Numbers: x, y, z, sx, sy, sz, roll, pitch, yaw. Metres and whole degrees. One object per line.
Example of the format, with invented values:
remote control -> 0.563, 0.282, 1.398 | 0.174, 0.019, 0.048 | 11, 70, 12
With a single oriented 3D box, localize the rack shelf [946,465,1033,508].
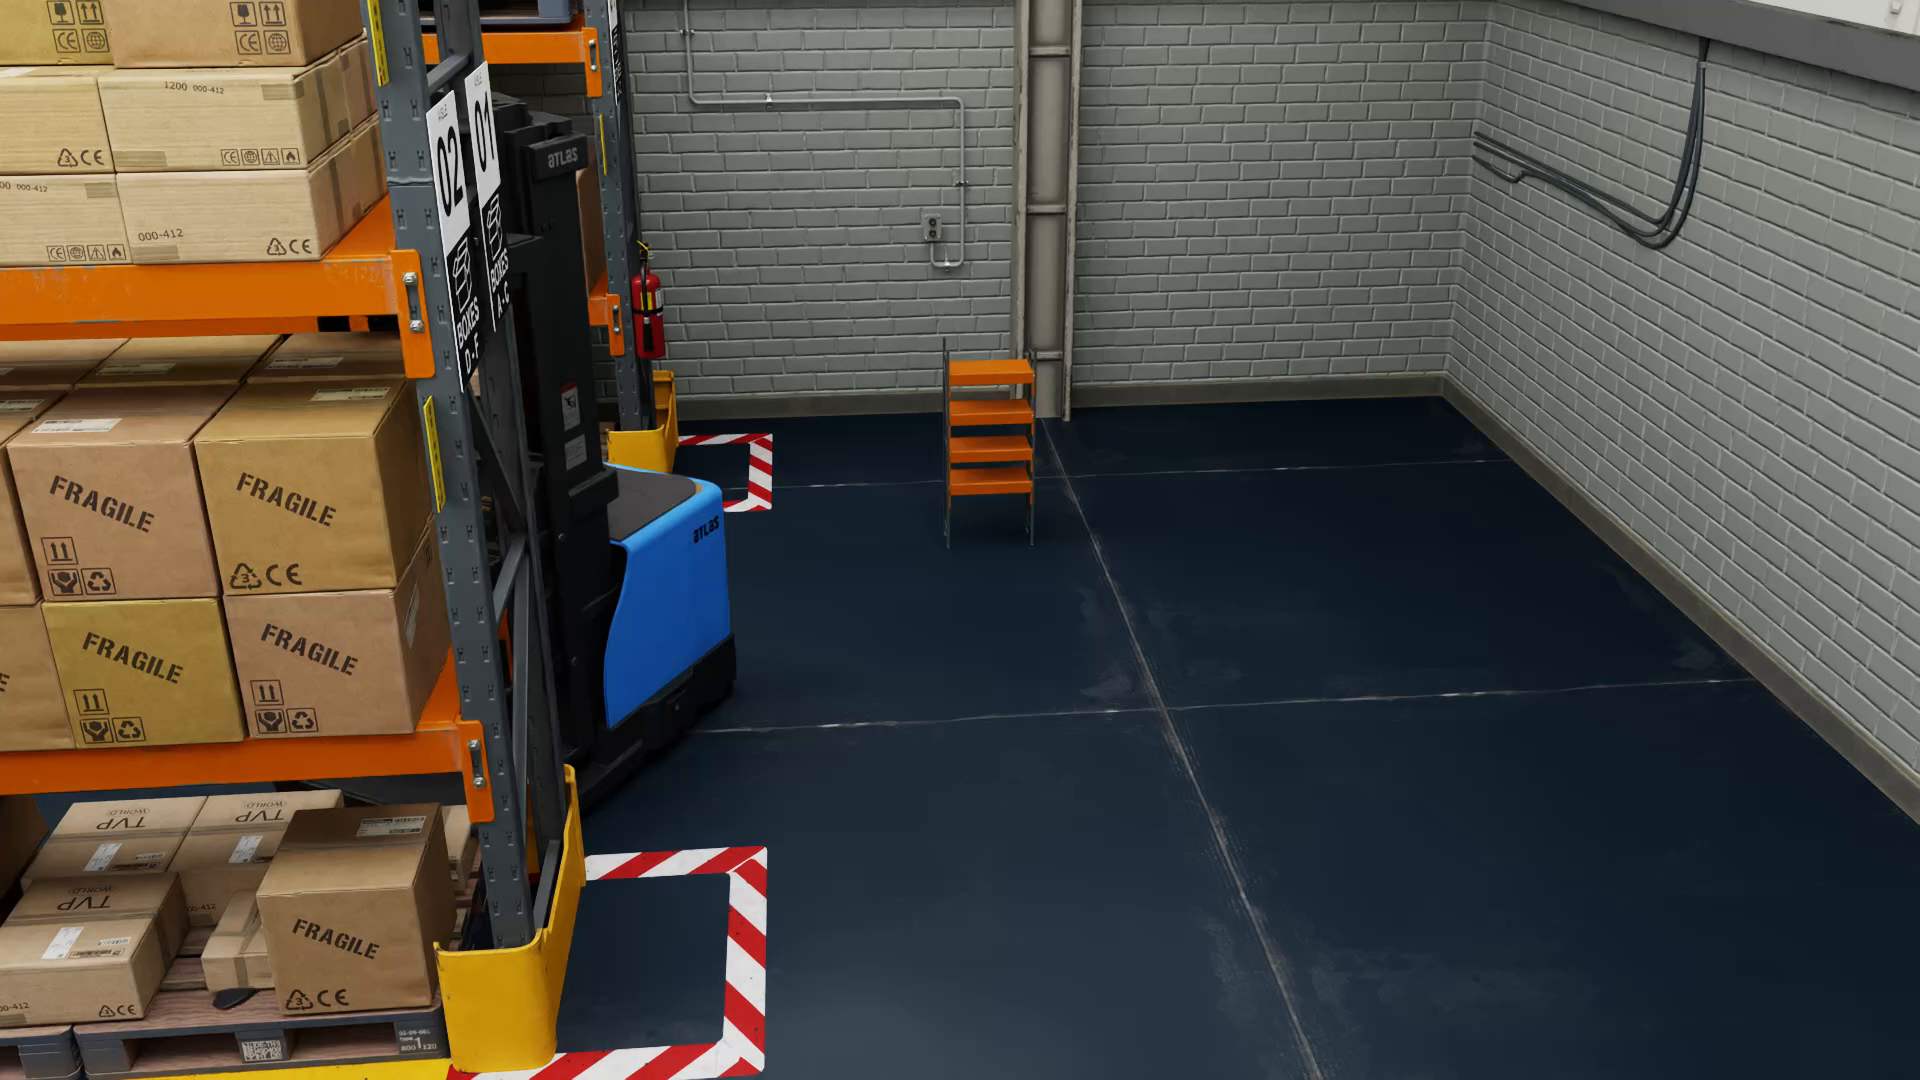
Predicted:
rack shelf -> 0.165, -0.312, 9.629 | 0.480, 0.148, 0.258 | -2, 24, -5

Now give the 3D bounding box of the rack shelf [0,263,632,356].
rack shelf -> -4.029, -1.391, 10.072 | 4.000, 0.370, 1.077 | -2, 24, -5

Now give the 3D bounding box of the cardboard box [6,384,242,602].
cardboard box -> -2.467, -0.150, 5.041 | 0.500, 0.500, 0.500 | -2, 24, -4

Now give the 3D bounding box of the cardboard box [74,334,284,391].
cardboard box -> -2.535, -0.365, 5.523 | 0.500, 0.500, 0.500 | -2, 24, -5

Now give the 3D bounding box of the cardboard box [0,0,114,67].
cardboard box -> -2.564, -1.658, 4.739 | 0.500, 0.500, 0.700 | -2, 24, -5

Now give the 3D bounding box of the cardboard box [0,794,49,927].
cardboard box -> -3.659, 1.225, 5.833 | 0.637, 0.503, 0.797 | -2, 24, -5

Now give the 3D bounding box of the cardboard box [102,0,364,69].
cardboard box -> -2.058, -1.643, 4.707 | 0.500, 0.500, 0.700 | -2, 24, -5

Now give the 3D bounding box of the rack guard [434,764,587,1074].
rack guard -> -1.624, 1.348, 6.102 | 0.348, 0.500, 1.175 | -2, 24, -5

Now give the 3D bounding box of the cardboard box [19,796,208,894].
cardboard box -> -3.112, 1.205, 6.189 | 0.500, 0.250, 0.500 | -2, 24, -5

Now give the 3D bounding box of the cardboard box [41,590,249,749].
cardboard box -> -2.483, 0.307, 5.243 | 0.500, 0.500, 0.500 | -2, 24, -5

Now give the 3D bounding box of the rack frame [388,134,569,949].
rack frame -> -1.548, 0.203, 5.601 | 0.127, 3.000, 1.000 | -2, 24, -5

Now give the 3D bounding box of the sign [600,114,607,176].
sign -> -1.999, -2.217, 9.327 | 0.005, 0.325, 0.100 | -2, 24, -5

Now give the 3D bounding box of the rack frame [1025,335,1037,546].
rack frame -> 0.408, -0.565, 9.543 | 0.015, 1.200, 0.240 | -2, 24, -5

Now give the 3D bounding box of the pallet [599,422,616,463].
pallet -> -2.827, -0.462, 10.529 | 1.213, 0.211, 1.003 | -2, 24, -5

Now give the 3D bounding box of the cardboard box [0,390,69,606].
cardboard box -> -2.982, -0.128, 4.990 | 0.500, 0.500, 0.500 | -2, 24, -4

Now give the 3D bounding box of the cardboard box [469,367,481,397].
cardboard box -> -2.835, -0.998, 10.065 | 0.250, 0.149, 0.380 | -3, 24, -6

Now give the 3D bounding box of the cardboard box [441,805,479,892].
cardboard box -> -1.998, 1.182, 6.365 | 0.250, 0.149, 0.380 | -2, 24, -5

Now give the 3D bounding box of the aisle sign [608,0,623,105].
aisle sign -> -1.937, -2.869, 9.311 | 0.004, 0.787, 0.394 | -2, 24, -5

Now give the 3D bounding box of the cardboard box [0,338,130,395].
cardboard box -> -3.033, -0.347, 5.483 | 0.500, 0.500, 0.500 | -2, 24, -4

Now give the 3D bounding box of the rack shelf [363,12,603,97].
rack shelf -> -4.029, -2.762, 9.462 | 4.000, 0.370, 1.077 | -2, 24, -5

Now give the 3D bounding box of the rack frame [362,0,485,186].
rack frame -> -1.548, -2.539, 4.382 | 0.127, 3.000, 1.000 | -2, 24, -5

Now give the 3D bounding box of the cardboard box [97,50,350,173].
cardboard box -> -2.034, -1.204, 4.642 | 0.500, 0.250, 0.500 | -2, 24, -5

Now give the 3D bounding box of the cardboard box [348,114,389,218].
cardboard box -> -2.084, -1.182, 5.207 | 0.500, 0.250, 0.500 | -2, 24, -5

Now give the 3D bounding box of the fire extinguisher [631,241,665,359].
fire extinguisher -> -1.843, -1.413, 9.791 | 0.183, 0.674, 0.296 | -2, 24, -5

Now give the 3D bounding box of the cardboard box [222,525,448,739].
cardboard box -> -1.967, 0.285, 5.293 | 0.500, 0.500, 0.500 | -2, 24, -4

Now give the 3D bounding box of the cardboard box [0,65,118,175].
cardboard box -> -2.532, -1.184, 4.597 | 0.500, 0.250, 0.500 | -2, 24, -5

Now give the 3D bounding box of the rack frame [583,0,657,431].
rack frame -> -2.039, -1.799, 10.105 | 0.127, 3.000, 1.000 | -2, 24, -5

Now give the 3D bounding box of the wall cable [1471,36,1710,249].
wall cable -> 3.625, -3.203, 9.700 | 0.112, 2.526, 3.097 | -2, 24, -5

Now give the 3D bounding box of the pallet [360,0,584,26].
pallet -> -2.776, -3.096, 9.438 | 1.213, 0.211, 1.003 | -2, 24, -5

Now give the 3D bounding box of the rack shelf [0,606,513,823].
rack shelf -> -3.538, 0.611, 5.567 | 4.000, 0.370, 1.077 | -2, 24, -5

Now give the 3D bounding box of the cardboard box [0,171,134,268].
cardboard box -> -2.532, -0.957, 4.701 | 0.500, 0.250, 0.500 | -2, 24, -5

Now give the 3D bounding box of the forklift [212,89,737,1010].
forklift -> -2.161, -0.163, 6.507 | 1.130, 2.935, 3.031 | 11, 26, 22

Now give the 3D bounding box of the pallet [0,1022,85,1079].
pallet -> -3.628, 1.560, 5.981 | 1.213, 0.211, 1.003 | -2, 24, -5

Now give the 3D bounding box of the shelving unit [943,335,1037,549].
shelving unit -> 0.165, -0.555, 9.521 | 0.503, 1.200, 0.258 | -2, 24, -5

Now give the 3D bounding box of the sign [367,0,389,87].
sign -> -1.513, -1.347, 4.305 | 0.005, 0.325, 0.100 | -2, 24, -5

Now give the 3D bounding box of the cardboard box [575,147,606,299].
cardboard box -> -2.545, -1.912, 9.989 | 0.700, 0.700, 0.980 | -1, 24, -3

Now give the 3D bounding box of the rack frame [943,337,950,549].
rack frame -> -0.078, -0.545, 9.499 | 0.015, 1.200, 0.240 | -2, 24, -5

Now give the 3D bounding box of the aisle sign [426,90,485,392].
aisle sign -> -1.450, -0.864, 4.800 | 0.004, 0.787, 0.394 | -2, 24, -5

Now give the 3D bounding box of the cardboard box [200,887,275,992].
cardboard box -> -2.477, 1.397, 5.860 | 0.250, 0.166, 0.380 | -2, 24, -5

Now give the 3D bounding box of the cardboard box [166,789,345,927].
cardboard box -> -2.615, 1.185, 6.234 | 0.500, 0.250, 0.500 | -2, 24, -5

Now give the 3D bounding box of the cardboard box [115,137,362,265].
cardboard box -> -2.033, -0.972, 4.736 | 0.500, 0.250, 0.500 | -2, 24, -5

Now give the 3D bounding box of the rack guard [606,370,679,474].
rack guard -> -2.015, -0.658, 10.615 | 0.348, 0.500, 1.175 | -2, 24, -5

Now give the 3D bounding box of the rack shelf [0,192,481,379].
rack shelf -> -3.538, -0.759, 4.958 | 4.000, 0.370, 1.077 | -2, 24, -5

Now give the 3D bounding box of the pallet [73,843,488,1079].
pallet -> -2.417, 1.512, 6.088 | 1.213, 0.211, 1.003 | -2, 24, -5

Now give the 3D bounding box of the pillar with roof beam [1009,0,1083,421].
pillar with roof beam -> 0.986, -3.258, 6.001 | 0.400, 9.000, 9.100 | -2, 24, -5

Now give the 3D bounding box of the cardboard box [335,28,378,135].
cardboard box -> -2.085, -1.413, 5.111 | 0.500, 0.250, 0.500 | -2, 24, -5

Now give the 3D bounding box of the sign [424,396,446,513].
sign -> -1.513, -0.246, 4.795 | 0.005, 0.325, 0.100 | -2, 24, -5

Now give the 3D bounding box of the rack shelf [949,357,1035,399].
rack shelf -> 0.165, -0.914, 9.362 | 0.480, 0.148, 0.258 | -2, 24, -5

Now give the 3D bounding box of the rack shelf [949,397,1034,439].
rack shelf -> 0.165, -0.698, 9.458 | 0.480, 0.148, 0.258 | -2, 24, -5

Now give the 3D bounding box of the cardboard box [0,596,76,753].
cardboard box -> -2.980, 0.325, 5.203 | 0.500, 0.500, 0.500 | -2, 24, -5

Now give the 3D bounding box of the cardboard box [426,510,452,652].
cardboard box -> -2.015, 0.068, 5.780 | 0.500, 0.500, 0.500 | -2, 24, -4

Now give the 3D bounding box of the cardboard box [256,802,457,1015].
cardboard box -> -2.065, 1.265, 5.746 | 0.500, 0.500, 0.500 | -2, 24, -5

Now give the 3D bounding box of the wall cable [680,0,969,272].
wall cable -> -0.857, -2.697, 10.874 | 1.851, 1.984, 0.084 | -2, 24, -5

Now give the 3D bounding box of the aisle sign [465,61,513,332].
aisle sign -> -1.509, -1.107, 5.346 | 0.004, 0.787, 0.394 | -2, 24, -5

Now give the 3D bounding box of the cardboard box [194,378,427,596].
cardboard box -> -1.964, -0.171, 5.087 | 0.500, 0.500, 0.500 | -3, 24, -6

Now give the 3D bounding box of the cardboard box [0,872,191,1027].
cardboard box -> -3.013, 1.405, 5.739 | 0.500, 0.250, 0.500 | -2, 24, -5

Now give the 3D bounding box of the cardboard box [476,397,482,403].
cardboard box -> -2.725, -0.781, 10.374 | 0.500, 0.500, 0.700 | -2, 24, -5

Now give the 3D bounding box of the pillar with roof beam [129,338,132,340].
pillar with roof beam -> -4.984, -3.019, 5.462 | 0.400, 9.000, 9.100 | -2, 24, -5

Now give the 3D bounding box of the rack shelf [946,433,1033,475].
rack shelf -> 0.165, -0.493, 9.548 | 0.480, 0.148, 0.258 | -2, 24, -5

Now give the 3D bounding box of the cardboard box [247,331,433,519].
cardboard box -> -2.015, -0.389, 5.577 | 0.500, 0.500, 0.500 | -2, 24, -4
